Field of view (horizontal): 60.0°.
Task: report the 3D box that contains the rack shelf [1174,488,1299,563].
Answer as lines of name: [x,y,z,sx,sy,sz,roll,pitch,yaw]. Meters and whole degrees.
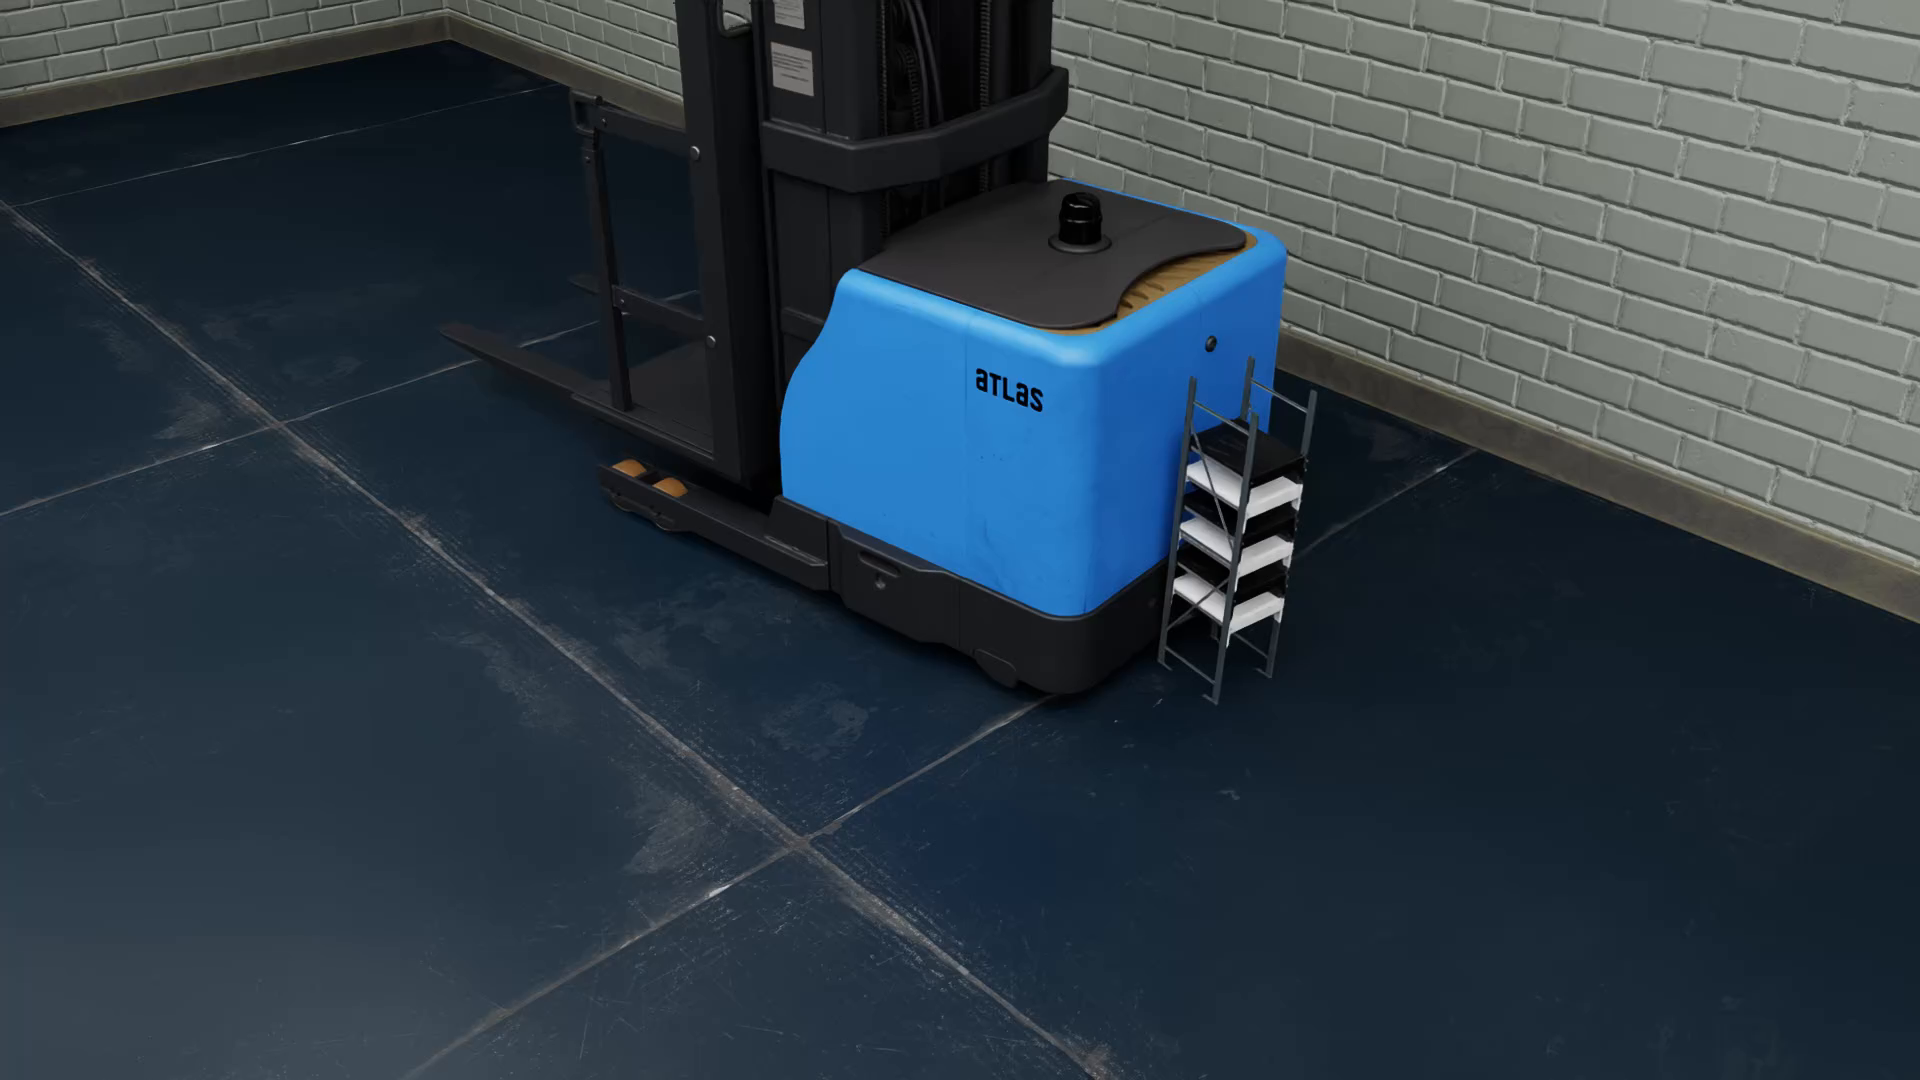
rack shelf: [0.723,-0.060,4.366,0.200,0.077,0.258,-21,40,-30]

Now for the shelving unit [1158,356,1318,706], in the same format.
shelving unit: [0.722,-0.013,4.397,0.210,0.900,0.258,-21,40,-30]

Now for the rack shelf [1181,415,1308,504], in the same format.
rack shelf: [0.728,-0.210,4.266,0.200,0.077,0.258,-21,40,-30]

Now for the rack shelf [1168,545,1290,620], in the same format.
rack shelf: [0.719,0.090,4.465,0.200,0.077,0.258,-21,40,-30]

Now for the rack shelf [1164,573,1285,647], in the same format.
rack shelf: [0.716,0.165,4.514,0.200,0.077,0.258,-21,40,-30]

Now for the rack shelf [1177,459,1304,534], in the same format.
rack shelf: [0.725,-0.135,4.316,0.200,0.077,0.258,-21,40,-30]

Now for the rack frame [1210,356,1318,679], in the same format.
rack frame: [0.804,-0.044,4.448,0.006,0.900,0.240,-21,40,-30]

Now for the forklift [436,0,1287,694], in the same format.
forklift: [-0.543,-1.468,4.841,3.031,2.935,1.130,23,38,33]

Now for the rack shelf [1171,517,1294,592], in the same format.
rack shelf: [0.721,0.015,4.415,0.200,0.077,0.258,-21,40,-30]

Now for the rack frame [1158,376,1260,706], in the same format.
rack frame: [0.640,0.019,4.345,0.006,0.900,0.240,-21,40,-30]
